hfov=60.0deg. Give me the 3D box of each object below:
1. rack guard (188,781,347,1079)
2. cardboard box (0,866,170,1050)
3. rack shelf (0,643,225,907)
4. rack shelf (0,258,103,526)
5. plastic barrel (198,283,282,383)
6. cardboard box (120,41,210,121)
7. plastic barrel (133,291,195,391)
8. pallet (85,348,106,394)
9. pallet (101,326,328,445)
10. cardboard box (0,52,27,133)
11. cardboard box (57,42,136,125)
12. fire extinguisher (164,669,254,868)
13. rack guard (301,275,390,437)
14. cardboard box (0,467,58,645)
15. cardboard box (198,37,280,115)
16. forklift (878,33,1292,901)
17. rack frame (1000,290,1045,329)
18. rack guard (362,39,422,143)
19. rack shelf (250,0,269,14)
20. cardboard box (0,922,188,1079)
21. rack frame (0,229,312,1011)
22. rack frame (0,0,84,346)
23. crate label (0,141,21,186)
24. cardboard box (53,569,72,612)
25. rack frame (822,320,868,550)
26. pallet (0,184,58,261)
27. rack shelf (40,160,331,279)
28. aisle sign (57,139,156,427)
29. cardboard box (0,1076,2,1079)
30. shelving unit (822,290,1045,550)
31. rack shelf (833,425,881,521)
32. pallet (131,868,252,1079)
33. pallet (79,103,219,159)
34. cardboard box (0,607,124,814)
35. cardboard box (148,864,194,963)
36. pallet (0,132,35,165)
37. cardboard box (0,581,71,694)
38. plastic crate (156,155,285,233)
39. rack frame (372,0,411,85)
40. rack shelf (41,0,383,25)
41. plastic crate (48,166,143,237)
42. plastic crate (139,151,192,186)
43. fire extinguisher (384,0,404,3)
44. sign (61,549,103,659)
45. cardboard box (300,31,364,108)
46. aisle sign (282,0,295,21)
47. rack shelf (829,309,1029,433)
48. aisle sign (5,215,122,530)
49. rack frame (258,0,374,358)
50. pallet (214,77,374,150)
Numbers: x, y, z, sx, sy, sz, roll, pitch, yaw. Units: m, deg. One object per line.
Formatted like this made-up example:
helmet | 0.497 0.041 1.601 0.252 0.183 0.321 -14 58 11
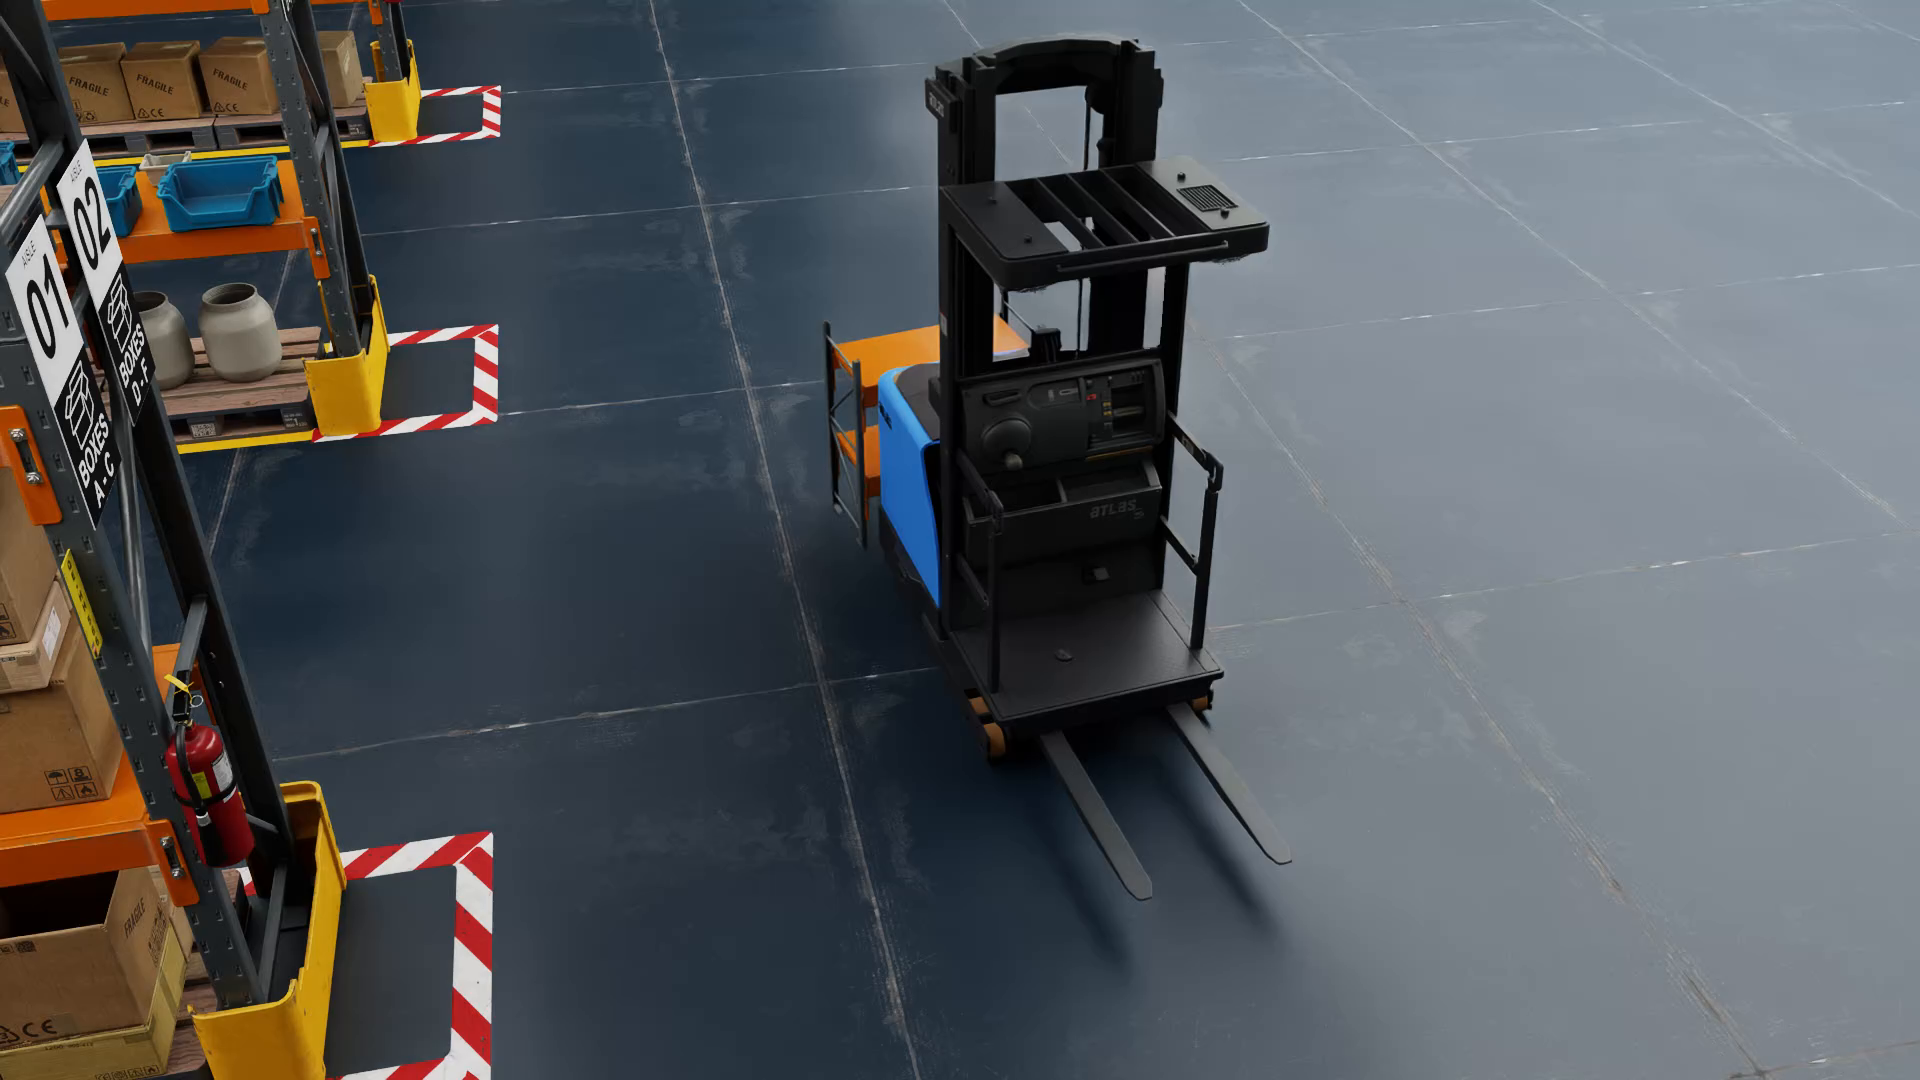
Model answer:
rack guard | -2.592 1.501 6.287 0.348 0.500 1.175 -7 35 -11
cardboard box | -3.072 1.350 5.687 0.500 0.500 0.500 -7 35 -11
rack shelf | -4.566 1.011 5.420 4.000 0.370 1.077 -7 35 -11
rack shelf | -4.566 -0.235 4.584 4.000 0.370 1.077 -7 35 -11
plastic barrel | -4.329 -1.245 9.992 0.421 0.512 0.421 0 34 0
cardboard box | -6.600 -3.828 13.852 0.500 0.500 0.500 -4 34 -6
plastic barrel | -4.818 -1.183 9.900 0.421 0.512 0.421 0 34 0
pallet | -5.749 -0.788 9.958 1.213 0.211 1.003 -7 35 -11
pallet | -4.561 -0.936 10.179 1.213 0.211 1.003 -7 35 -11
cardboard box | -7.742 -3.665 13.609 0.500 0.500 0.500 3 34 5
cardboard box | -7.154 -3.784 13.786 0.500 0.500 0.500 -10 35 -15
fire extinguisher | -2.397 0.736 5.253 0.183 0.674 0.296 -7 35 -11
rack guard | -3.768 -1.153 10.243 0.348 0.500 1.175 -7 35 -11
cardboard box | -3.125 -0.057 5.112 0.500 0.500 0.700 -7 35 -10
cardboard box | -5.985 -3.895 13.951 0.500 0.500 0.500 1 34 2
forklift | 0.528 -0.485 7.066 1.130 2.935 3.031 -11 35 -16
rack frame | 0.328 -0.770 9.111 0.032 1.125 0.500 -13 36 -19
rack guard | -4.871 -3.871 14.293 0.348 0.500 1.175 -7 35 -11
rack shelf | -5.655 -2.927 8.597 4.000 0.370 1.077 -7 35 -11
cardboard box | -3.073 1.660 5.898 0.500 0.250 0.500 -7 35 -11
rack frame | -2.615 0.466 5.586 0.127 3.000 1.000 -7 35 -11
rack frame | -2.615 -2.025 3.914 0.127 3.000 1.000 -7 35 -11
crate label | -5.440 -1.868 9.032 0.616 0.435 0.502 -7 35 -11
cardboard box | -3.045 0.087 5.480 0.250 0.149 0.380 -7 35 -11
rack frame | -0.606 -0.547 8.778 0.032 1.125 0.500 -13 36 -19
pallet | -3.310 -0.670 4.666 1.213 0.211 1.003 -7 35 -11
rack shelf | -5.655 -1.682 9.433 4.000 0.370 1.077 -7 35 -11
aisle sign | -2.619 -0.788 5.122 0.004 0.787 0.394 -7 35 -11
cardboard box | -3.558 1.728 5.796 0.500 0.250 0.500 -7 35 -11
shelving unit | -0.139 -0.658 8.944 1.048 1.125 0.538 -13 36 -19
rack shelf | -0.139 -0.455 9.081 1.000 0.278 0.538 -13 36 -19
pallet | -3.352 1.741 6.189 1.213 0.211 1.003 -7 35 -11
pallet | -6.859 -3.522 14.032 1.213 0.211 1.003 -7 35 -11
cardboard box | -3.073 0.475 5.483 0.500 0.500 0.700 -7 35 -11
cardboard box | -3.187 1.379 6.317 0.500 0.250 0.500 -7 35 -11
pallet | -8.051 -3.370 13.806 1.213 0.211 1.003 -7 35 -11
cardboard box | -2.946 0.306 5.153 0.250 0.149 0.380 -8 35 -11
plastic crate | -4.126 -1.940 9.306 0.616 0.251 0.499 -7 35 -11
rack frame | -4.797 -4.918 13.610 0.127 3.000 1.000 -7 35 -11
rack shelf | -6.748 -4.374 13.444 4.000 0.370 1.077 -7 35 -11
plastic crate | -4.761 -1.864 9.192 0.408 0.251 0.499 -7 35 -11
plastic crate | -4.648 -2.182 9.769 0.250 0.136 0.298 -7 35 -11
fire extinguisher | -4.583 -4.650 13.279 0.183 0.674 0.296 -7 35 -11
sign | -2.509 0.184 4.755 0.005 0.325 0.100 -7 35 -11
cardboard box | -5.410 -3.987 14.089 0.500 0.500 0.500 -1 34 -2
aisle sign | -3.568 -3.153 8.647 0.004 0.787 0.394 -7 35 -11
rack shelf | -0.139 -0.901 8.781 1.000 0.278 0.538 -13 36 -19
aisle sign | -2.486 -0.462 4.636 0.004 0.787 0.394 -7 35 -11
rack frame | -3.704 -2.226 9.599 0.127 3.000 1.000 -7 35 -11
pallet | -5.671 -3.670 14.253 1.213 0.211 1.003 -7 35 -11
